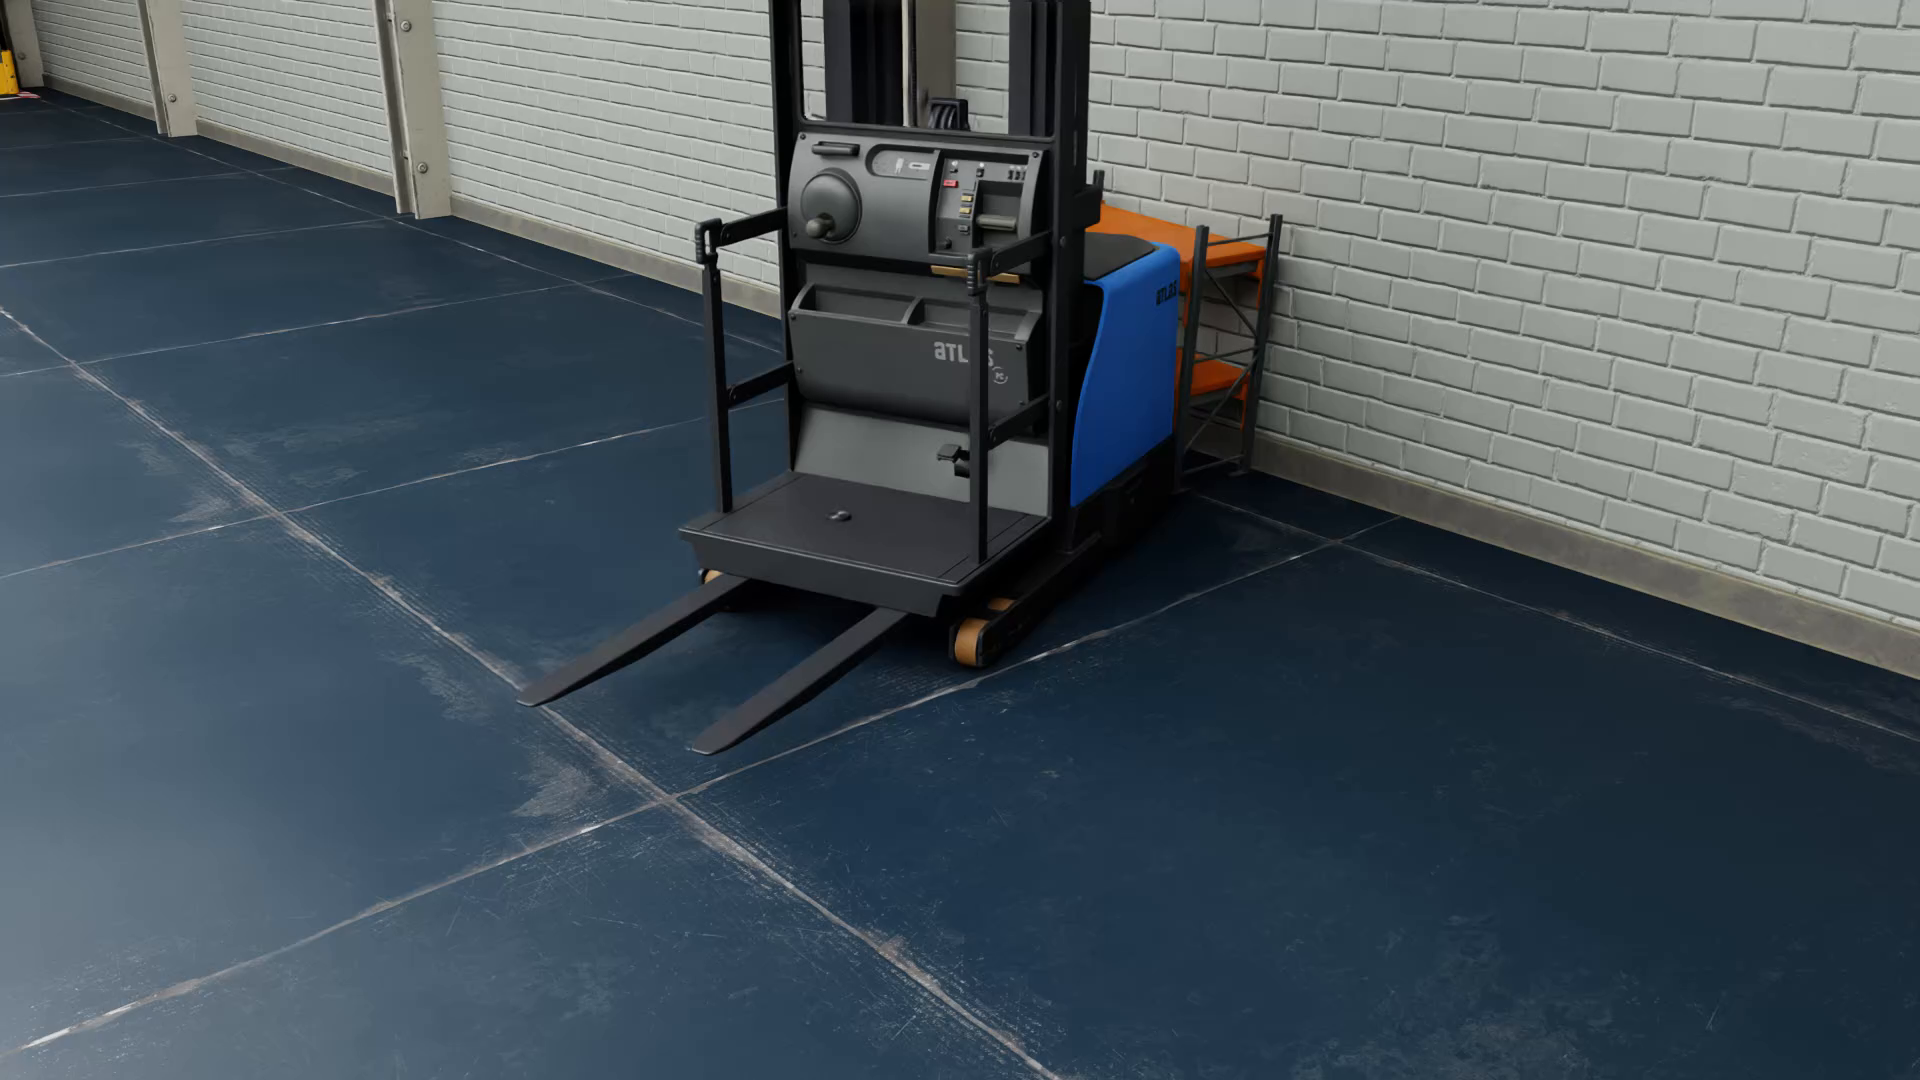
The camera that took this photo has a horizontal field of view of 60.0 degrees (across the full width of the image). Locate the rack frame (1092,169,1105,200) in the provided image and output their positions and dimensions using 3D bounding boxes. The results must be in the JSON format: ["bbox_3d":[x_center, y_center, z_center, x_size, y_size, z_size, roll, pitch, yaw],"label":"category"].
[{"bbox_3d":[0.424,-1.096,7.558,0.500,1.125,0.032,-16,30,-38],"label":"rack frame"}]

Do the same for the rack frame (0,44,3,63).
[{"bbox_3d":[-12.236,-6.860,19.886,1.000,3.000,0.127,-17,27,-37],"label":"rack frame"}]

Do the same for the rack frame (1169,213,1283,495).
[{"bbox_3d":[1.091,-0.762,6.867,0.500,1.125,0.032,-16,30,-38],"label":"rack frame"}]

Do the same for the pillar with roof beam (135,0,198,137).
[{"bbox_3d":[-11.352,-7.378,12.982,9.100,9.000,0.400,-17,27,-37],"label":"pillar with roof beam"}]

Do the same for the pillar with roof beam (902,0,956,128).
[{"bbox_3d":[-3.519,-4.062,4.517,9.100,9.000,0.400,-17,27,-37],"label":"pillar with roof beam"}]

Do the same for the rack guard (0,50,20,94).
[{"bbox_3d":[-12.220,-5.689,20.325,1.175,0.500,0.348,-17,27,-37],"label":"rack guard"}]

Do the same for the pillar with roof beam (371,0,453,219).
[{"bbox_3d":[-7.436,-5.720,8.749,9.100,9.000,0.400,-17,27,-37],"label":"pillar with roof beam"}]

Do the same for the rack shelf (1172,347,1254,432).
[{"bbox_3d":[0.744,-0.704,7.308,0.538,0.278,1.000,-16,30,-38],"label":"rack shelf"}]

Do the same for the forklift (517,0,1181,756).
[{"bbox_3d":[-0.257,-1.132,5.355,1.130,2.935,3.031,11,24,26],"label":"forklift"}]

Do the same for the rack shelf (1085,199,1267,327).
[{"bbox_3d":[0.774,-1.197,7.098,0.538,0.278,1.000,-16,30,-38],"label":"rack shelf"}]

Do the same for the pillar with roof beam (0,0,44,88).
[{"bbox_3d":[-15.269,-9.036,17.214,9.100,9.000,0.400,-17,27,-37],"label":"pillar with roof beam"}]

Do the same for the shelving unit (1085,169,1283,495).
[{"bbox_3d":[0.758,-0.929,7.212,0.538,1.125,1.048,-16,30,-38],"label":"shelving unit"}]
